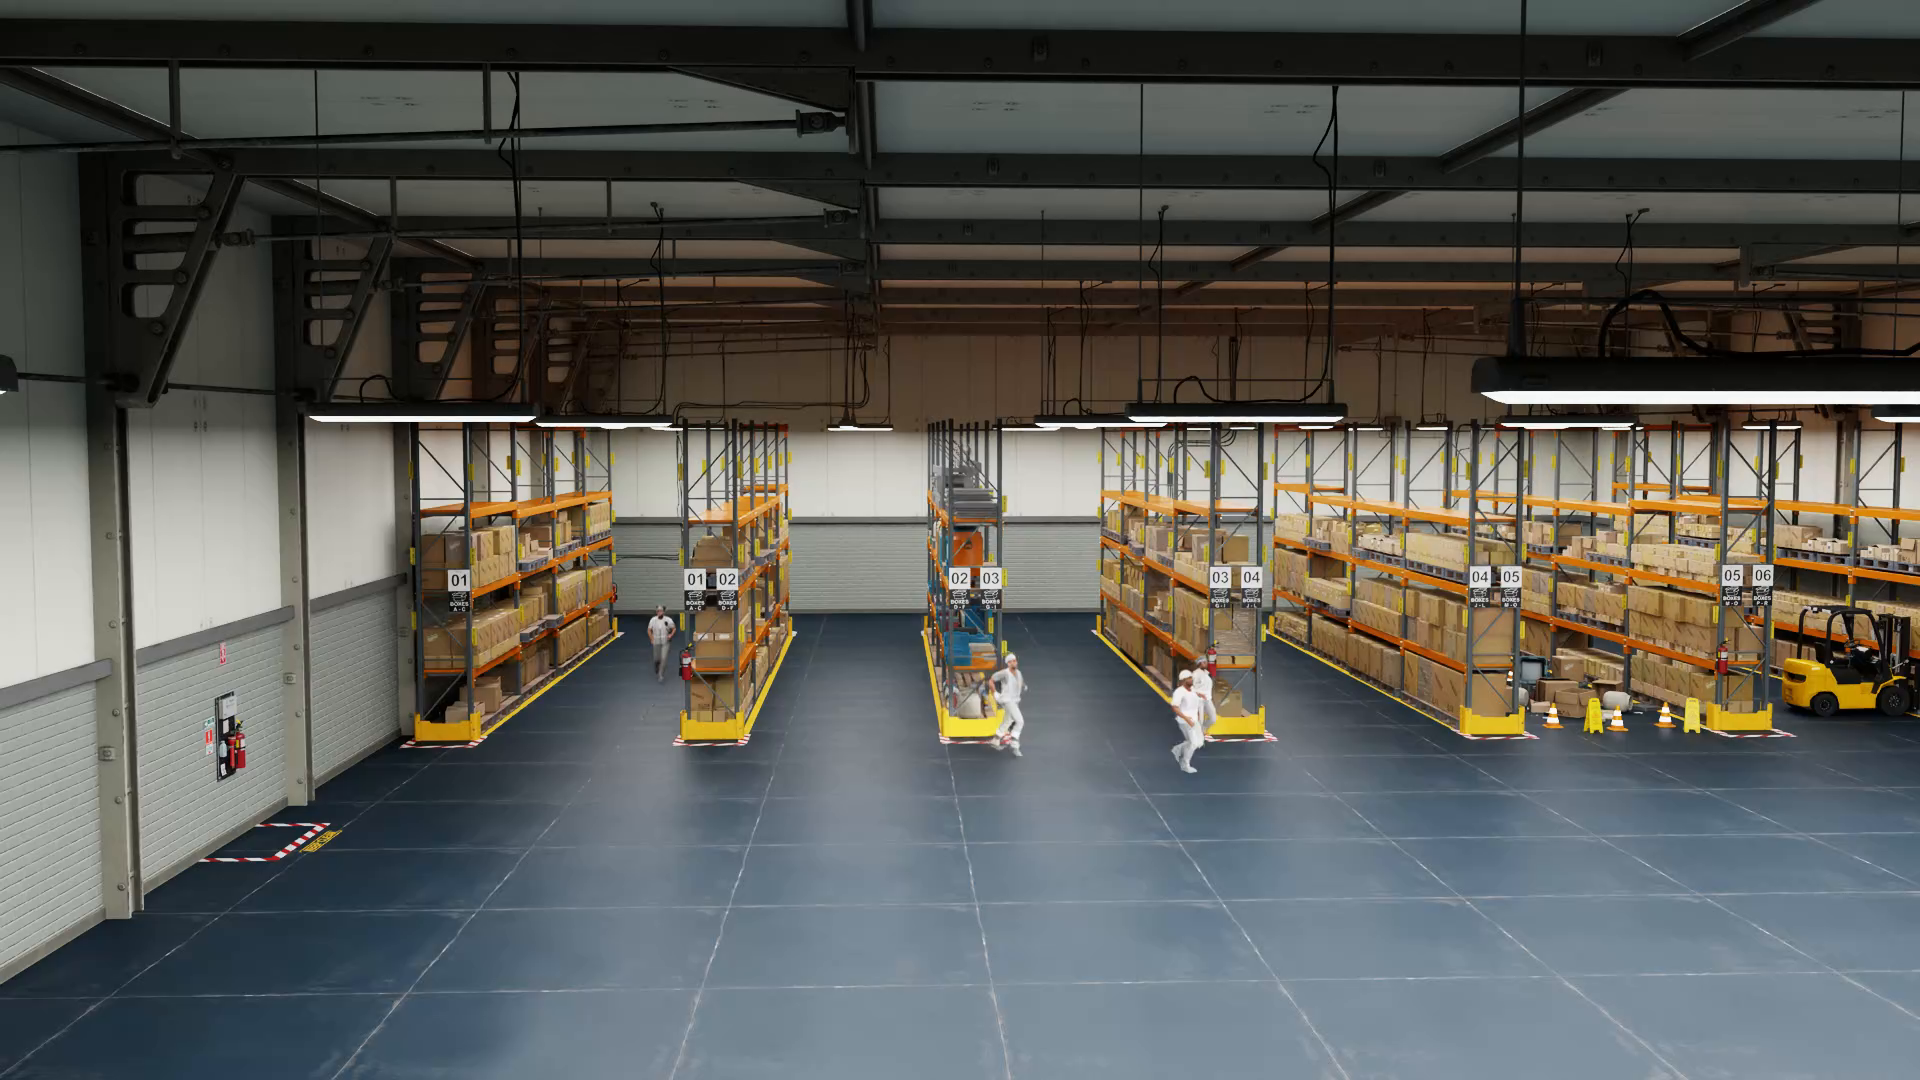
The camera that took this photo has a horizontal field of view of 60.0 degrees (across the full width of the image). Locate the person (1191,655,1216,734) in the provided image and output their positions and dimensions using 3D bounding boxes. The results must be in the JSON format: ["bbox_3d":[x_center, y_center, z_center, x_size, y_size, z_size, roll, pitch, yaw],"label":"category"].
[{"bbox_3d":[4.478,2.942,30.474,0.603,1.671,0.500,-3,4,-36],"label":"person"}]

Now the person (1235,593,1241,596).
[{"bbox_3d":[8.084,1.779,48.608,0.653,1.766,0.803,-3,5,-43],"label":"person"}]

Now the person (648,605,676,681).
[{"bbox_3d":[-6.941,2.382,38.761,0.659,1.757,0.659,0,4,-4],"label":"person"}]

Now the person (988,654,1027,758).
[{"bbox_3d":[0.872,2.927,29.651,0.736,1.815,0.645,2,4,32],"label":"person"}]

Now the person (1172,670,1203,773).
[{"bbox_3d":[3.832,3.060,28.191,0.546,1.729,0.698,2,4,33],"label":"person"}]
